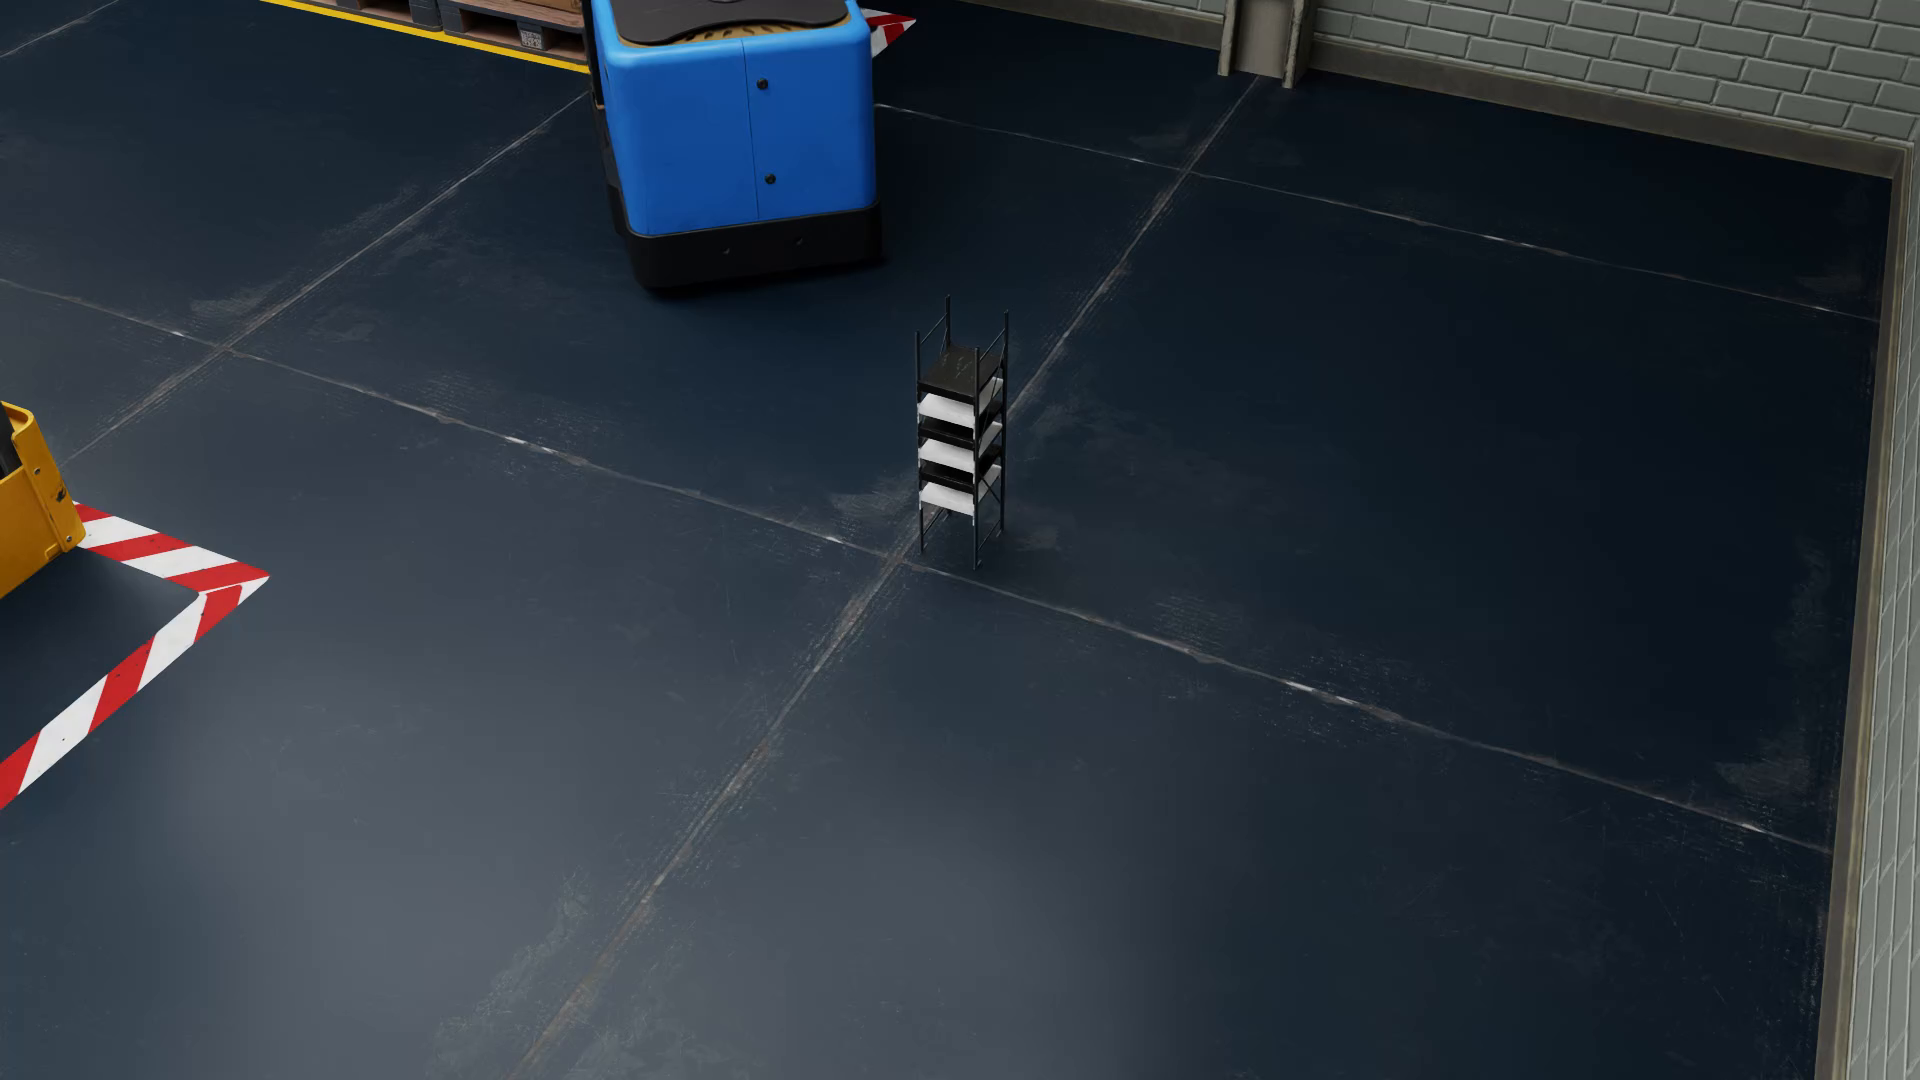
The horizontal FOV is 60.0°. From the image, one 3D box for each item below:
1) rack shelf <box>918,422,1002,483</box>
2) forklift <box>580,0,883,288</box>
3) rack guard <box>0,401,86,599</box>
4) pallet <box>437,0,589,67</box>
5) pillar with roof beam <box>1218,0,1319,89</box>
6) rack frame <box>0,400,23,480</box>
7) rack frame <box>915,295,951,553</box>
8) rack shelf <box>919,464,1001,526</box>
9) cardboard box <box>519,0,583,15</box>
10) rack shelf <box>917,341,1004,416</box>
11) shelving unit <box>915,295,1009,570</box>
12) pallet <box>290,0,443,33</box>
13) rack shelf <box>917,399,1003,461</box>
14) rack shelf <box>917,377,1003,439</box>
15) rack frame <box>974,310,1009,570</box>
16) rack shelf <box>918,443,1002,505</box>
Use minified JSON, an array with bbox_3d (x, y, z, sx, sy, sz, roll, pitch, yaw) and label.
[{"bbox_3d":[0.007,-0.313,5.474,0.200,0.077,0.258,17,44,19],"label":"rack shelf"},{"bbox_3d":[-1.197,-3.119,7.111,1.130,2.935,3.031,-10,42,-11],"label":"forklift"},{"bbox_3d":[-3.413,0.081,5.275,0.348,0.500,1.175,17,44,19],"label":"rack guard"},{"bbox_3d":[-2.011,-2.905,8.941,1.213,0.211,1.003,17,44,19],"label":"pallet"},{"bbox_3d":[-0.261,-3.262,2.642,0.400,9.000,9.100,17,44,19],"label":"pillar with roof beam"},{"bbox_3d":[-3.345,-0.843,4.432,0.127,3.000,1.000,17,44,19],"label":"rack frame"},{"bbox_3d":[-0.085,-0.366,5.485,0.006,0.900,0.240,17,44,19],"label":"rack frame"},{"bbox_3d":[0.007,-0.177,5.592,0.200,0.077,0.258,17,44,19],"label":"rack shelf"},{"bbox_3d":[-1.930,-3.133,8.662,0.500,0.500,0.700,17,44,19],"label":"cardboard box"},{"bbox_3d":[0.007,-0.517,5.298,0.200,0.077,0.258,17,44,19],"label":"rack shelf"},{"bbox_3d":[0.007,-0.338,5.453,0.210,0.900,0.258,17,44,19],"label":"shelving unit"},{"bbox_3d":[-3.113,-3.244,9.332,1.213,0.211,1.003,17,44,19],"label":"pallet"},{"bbox_3d":[0.007,-0.381,5.416,0.200,0.077,0.258,17,44,19],"label":"rack shelf"},{"bbox_3d":[0.007,-0.449,5.357,0.200,0.077,0.258,17,44,19],"label":"rack shelf"},{"bbox_3d":[0.099,-0.310,5.420,0.006,0.900,0.240,17,44,19],"label":"rack frame"},{"bbox_3d":[0.007,-0.245,5.533,0.200,0.077,0.258,17,44,19],"label":"rack shelf"}]
